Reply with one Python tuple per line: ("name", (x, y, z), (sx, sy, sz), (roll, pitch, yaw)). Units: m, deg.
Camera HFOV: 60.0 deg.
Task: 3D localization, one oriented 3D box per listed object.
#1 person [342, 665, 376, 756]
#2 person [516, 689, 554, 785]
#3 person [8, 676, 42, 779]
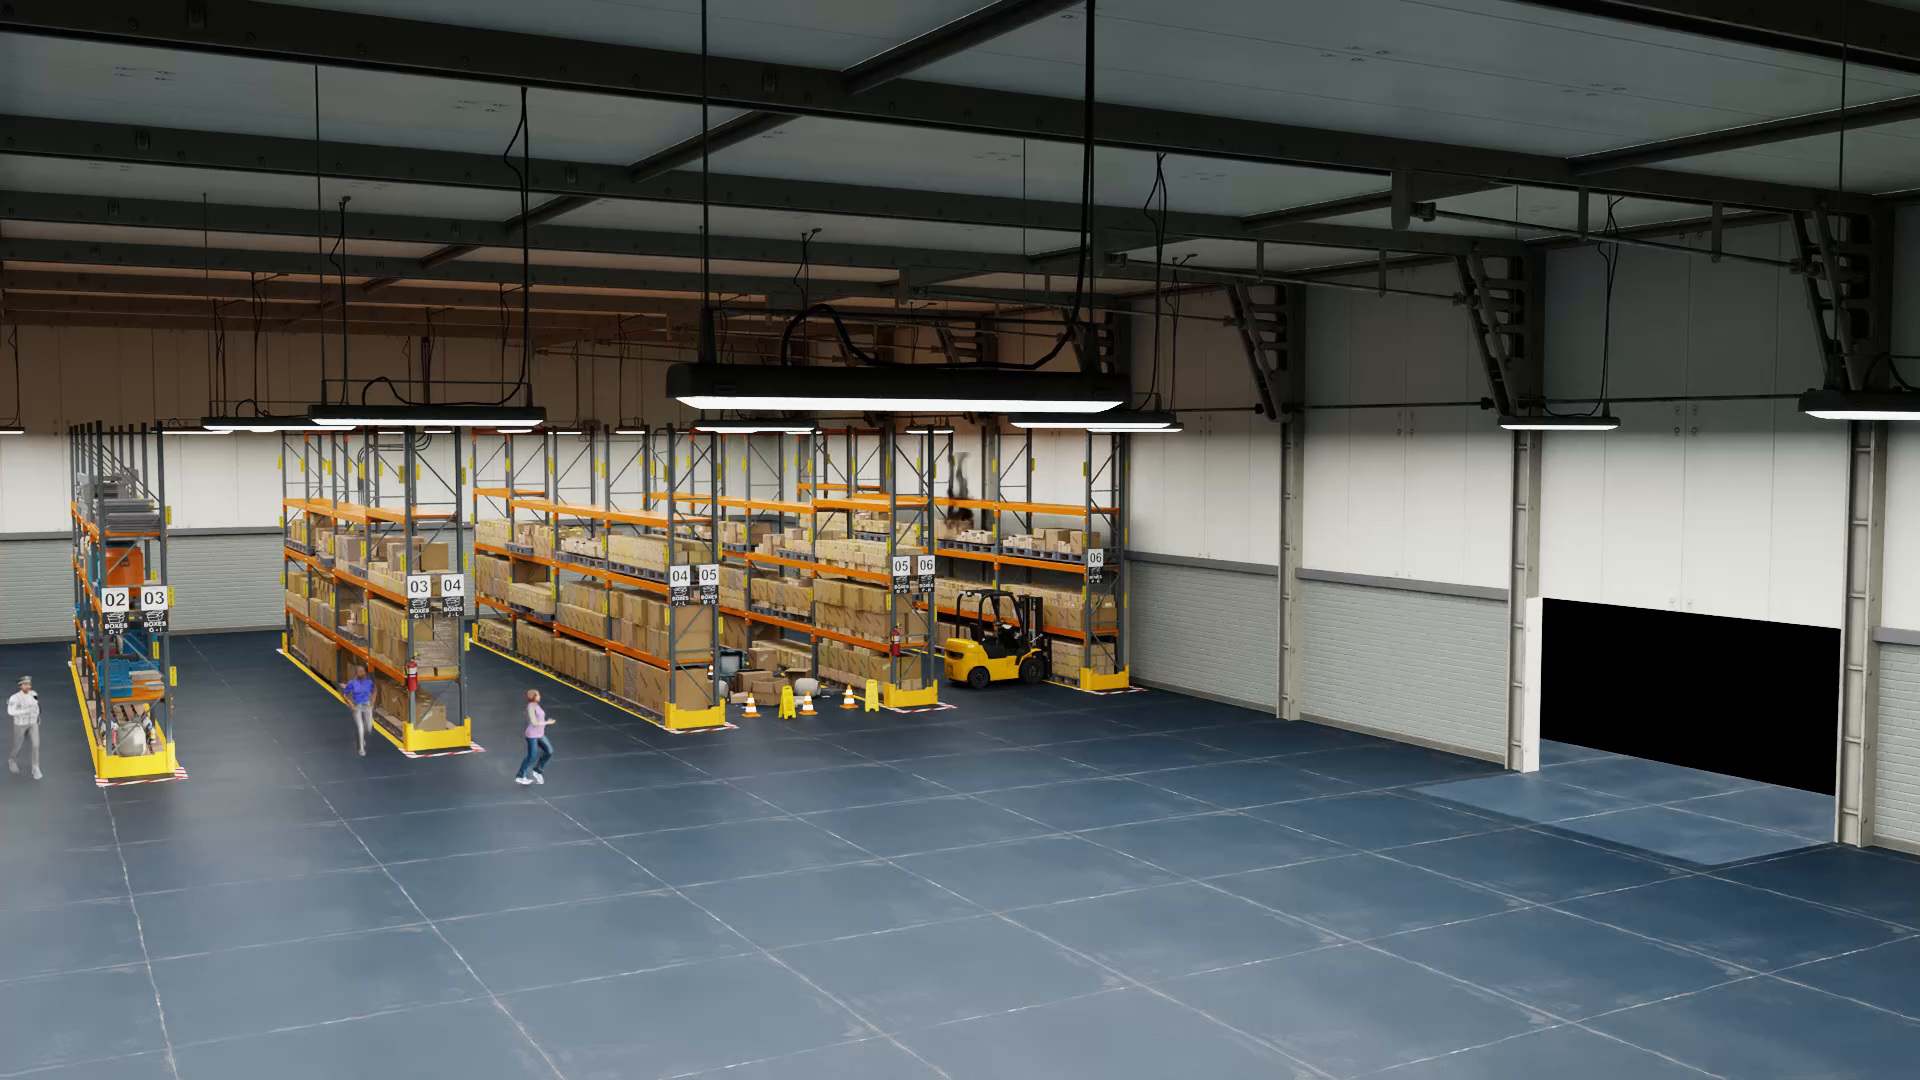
("person", (-10.850, 3.069, 30.060), (0.598, 1.623, 0.574), (-3, 4, -38))
("person", (-6.958, 3.235, 27.277), (0.667, 1.604, 0.508), (0, 4, 4))
("person", (-15.735, 3.122, 27.974), (0.919, 1.702, 0.597), (3, 4, 37))
